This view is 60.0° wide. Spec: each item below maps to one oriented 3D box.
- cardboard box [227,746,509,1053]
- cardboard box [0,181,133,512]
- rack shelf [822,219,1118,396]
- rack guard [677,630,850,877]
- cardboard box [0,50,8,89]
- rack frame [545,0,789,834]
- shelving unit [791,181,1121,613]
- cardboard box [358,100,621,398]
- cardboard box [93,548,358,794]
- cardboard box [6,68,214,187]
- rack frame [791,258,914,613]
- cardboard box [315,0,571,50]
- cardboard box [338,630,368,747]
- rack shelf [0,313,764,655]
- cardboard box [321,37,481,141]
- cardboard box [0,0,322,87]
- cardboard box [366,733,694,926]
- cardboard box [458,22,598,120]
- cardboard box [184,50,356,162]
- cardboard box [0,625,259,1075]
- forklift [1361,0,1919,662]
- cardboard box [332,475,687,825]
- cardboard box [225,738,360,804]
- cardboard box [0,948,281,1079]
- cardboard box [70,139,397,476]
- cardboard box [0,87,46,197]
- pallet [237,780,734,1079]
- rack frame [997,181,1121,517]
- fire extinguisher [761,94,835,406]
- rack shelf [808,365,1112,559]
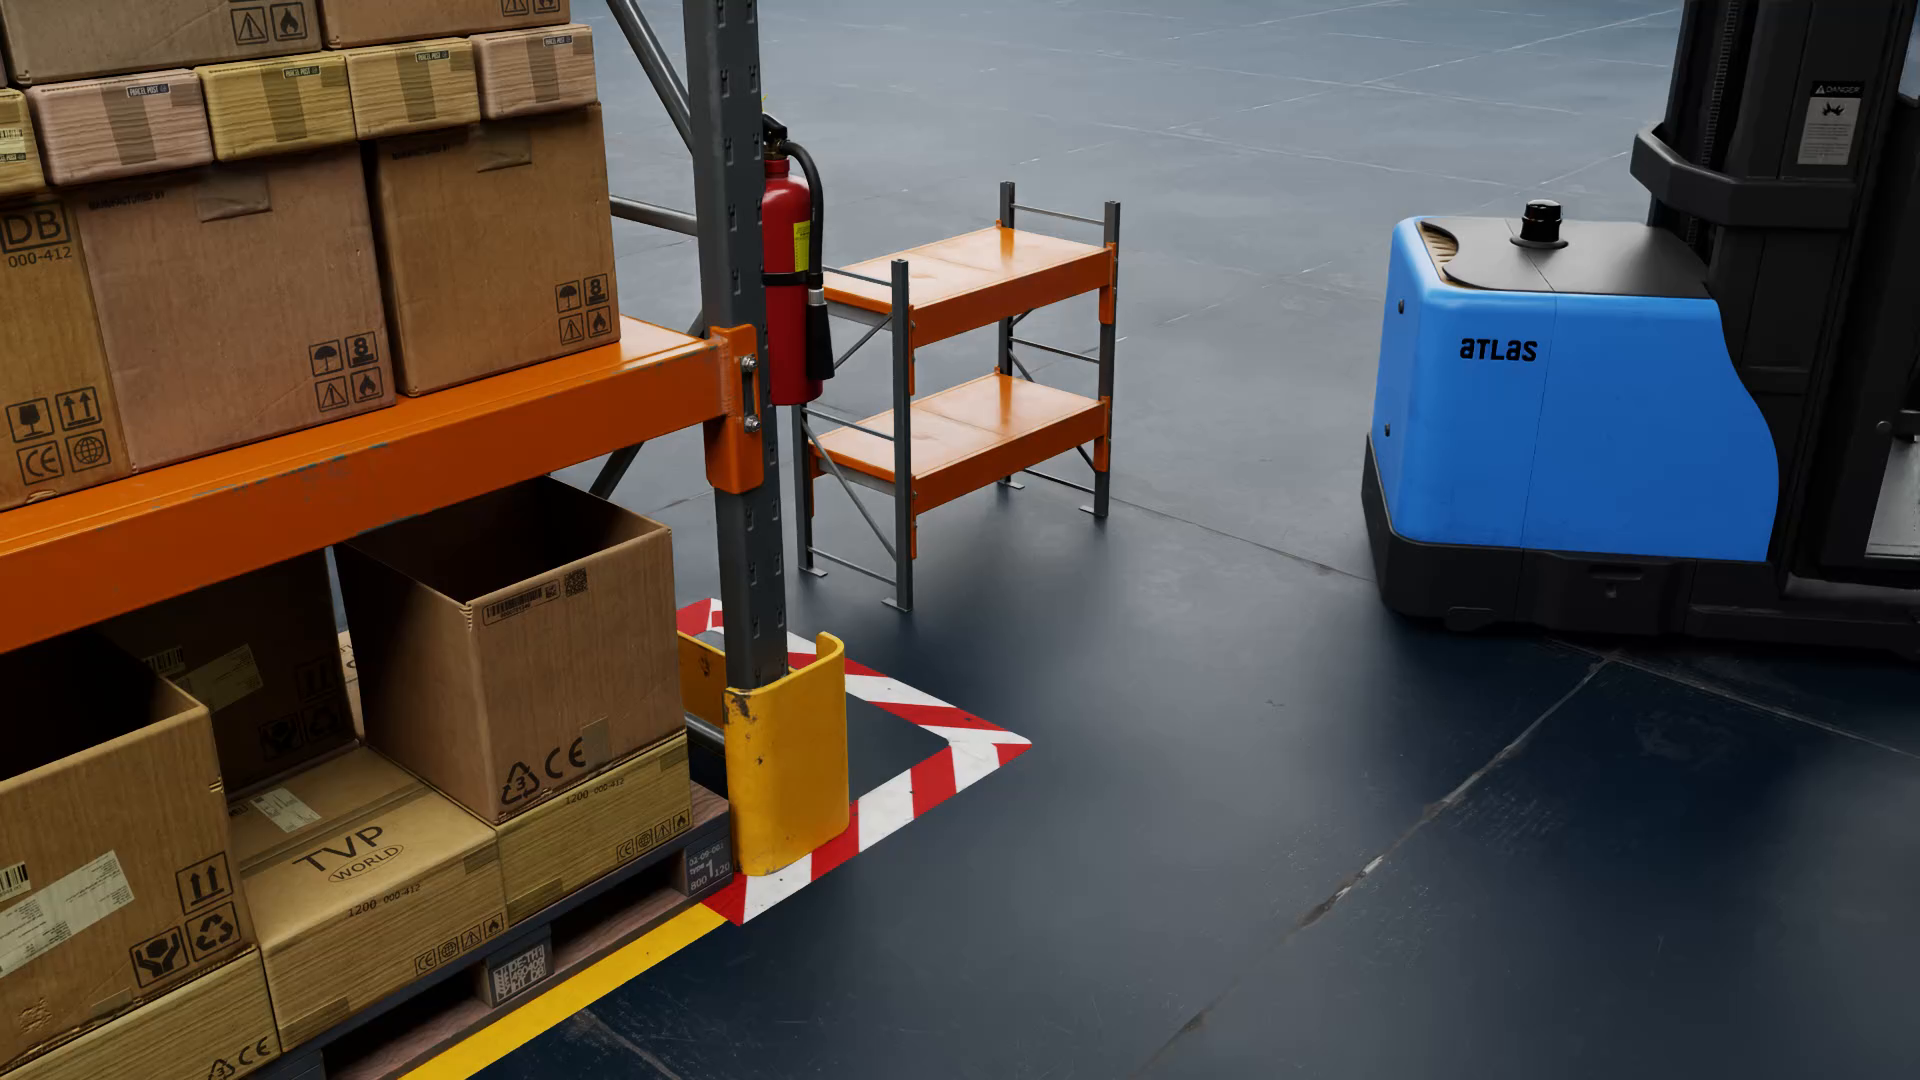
[{"bbox_3d":[-1.278,0.703,3.364,0.500,0.250,0.500,20,31,38],"label":"cardboard box"},{"bbox_3d":[-1.819,-0.356,2.755,0.700,0.500,0.500,20,31,38],"label":"cardboard box"},{"bbox_3d":[-0.005,-0.778,5.396,0.538,0.278,1.000,20,31,38],"label":"rack shelf"},{"bbox_3d":[-0.800,0.373,4.307,1.175,0.500,0.348,20,31,38],"label":"rack guard"},{"bbox_3d":[-1.855,-0.927,2.444,0.700,0.500,0.500,20,31,38],"label":"cardboard box"},{"bbox_3d":[-0.816,-0.760,3.779,1.000,3.000,0.127,20,31,38],"label":"rack frame"},{"bbox_3d":[-0.005,-0.511,5.515,0.538,1.125,1.048,20,31,38],"label":"shelving unit"},{"bbox_3d":[-1.137,-0.667,3.449,0.700,0.500,0.500,20,31,38],"label":"cardboard box"},{"bbox_3d":[-1.672,0.216,3.532,0.500,0.500,0.500,20,31,38],"label":"cardboard box"},{"bbox_3d":[-1.443,-0.699,2.728,0.380,0.149,0.250,21,31,38],"label":"cardboard box"},{"bbox_3d":[-0.344,-0.356,5.170,0.500,1.125,0.032,20,31,38],"label":"rack frame"},{"bbox_3d":[-1.172,-1.243,3.148,0.700,0.500,0.500,20,31,38],"label":"cardboard box"},{"bbox_3d":[-1.339,0.406,4.027,0.500,0.250,0.500,20,31,38],"label":"cardboard box"},{"bbox_3d":[-2.151,0.177,2.567,1.077,0.370,4.000,20,31,38],"label":"rack shelf"},{"bbox_3d":[-1.103,-0.853,3.071,0.380,0.149,0.250,21,32,39],"label":"cardboard box"},{"bbox_3d":[-1.519,-1.081,2.787,0.700,0.500,0.500,19,30,36],"label":"cardboard box"},{"bbox_3d":[-0.954,0.547,3.711,0.500,0.250,0.500,20,31,38],"label":"cardboard box"},{"bbox_3d":[-0.929,-0.933,3.250,0.380,0.149,0.250,20,31,37],"label":"cardboard box"},{"bbox_3d":[-1.273,-0.775,2.898,0.380,0.149,0.250,20,31,37],"label":"cardboard box"},{"bbox_3d":[-1.609,0.514,2.868,0.500,0.500,0.500,20,31,38],"label":"cardboard box"},{"bbox_3d":[2.868,-1.170,4.776,3.031,2.935,1.130,3,24,7],"label":"forklift"},{"bbox_3d":[-0.952,0.205,3.557,0.500,0.500,0.500,20,31,38],"label":"cardboard box"},{"bbox_3d":[-1.670,0.559,3.685,0.500,0.250,0.500,20,31,38],"label":"cardboard box"},{"bbox_3d":[-1.611,0.855,3.023,0.500,0.250,0.500,20,31,38],"label":"cardboard box"},{"bbox_3d":[-1.484,-0.506,3.089,0.700,0.500,0.500,21,32,39],"label":"cardboard box"},{"bbox_3d":[-1.618,-0.619,2.549,0.380,0.149,0.250,21,32,39],"label":"cardboard box"},{"bbox_3d":[-1.295,0.757,3.804,1.003,0.211,1.213,20,31,38],"label":"pallet"},{"bbox_3d":[0.335,-0.666,5.861,0.500,1.125,0.032,20,31,38],"label":"rack frame"},{"bbox_3d":[-0.391,-0.634,3.592,0.296,0.674,0.183,20,31,38],"label":"fire extinguisher"},{"bbox_3d":[-0.005,-0.288,5.615,0.538,0.278,1.000,20,31,38],"label":"rack shelf"}]
